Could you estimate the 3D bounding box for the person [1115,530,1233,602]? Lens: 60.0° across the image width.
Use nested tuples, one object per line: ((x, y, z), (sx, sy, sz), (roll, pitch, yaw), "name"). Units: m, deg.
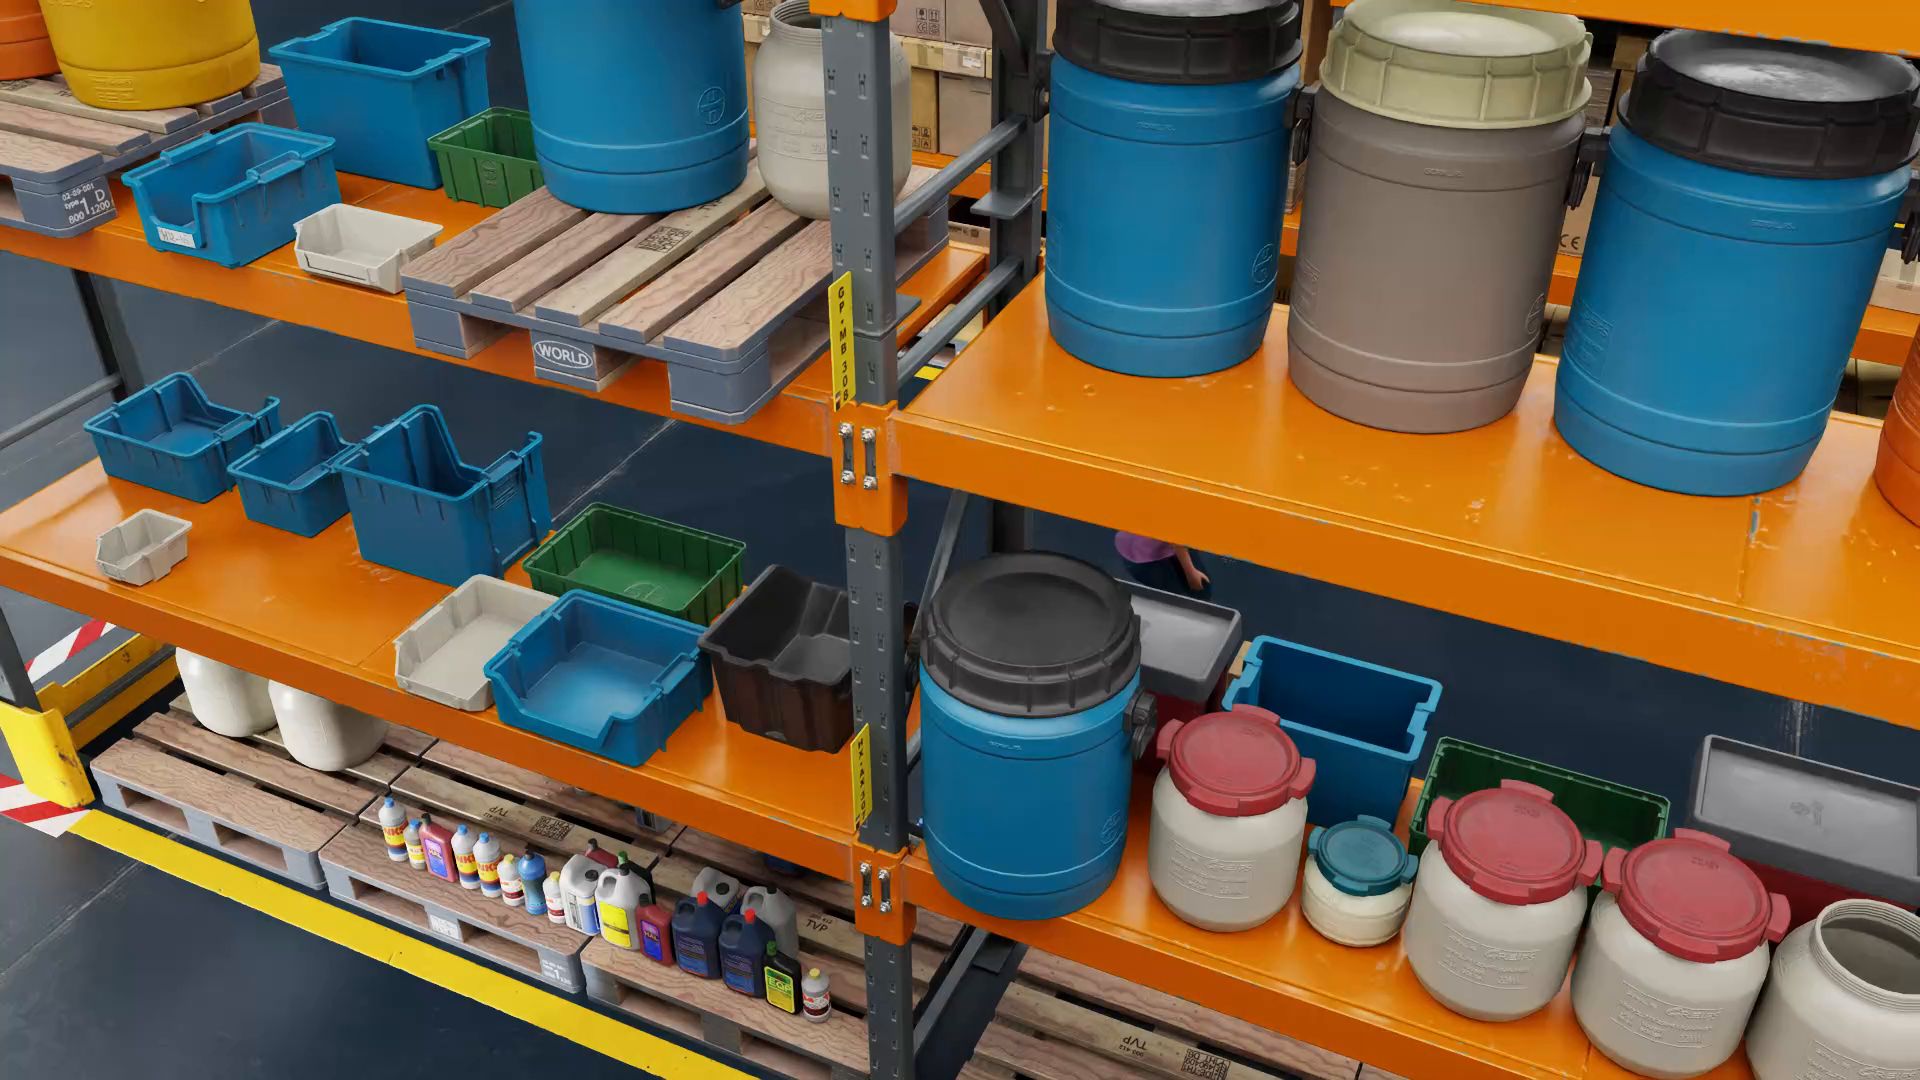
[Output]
((0.946, 0.036, 7.241), (0.518, 1.449, 0.451), (15, 37, 21), "person")
